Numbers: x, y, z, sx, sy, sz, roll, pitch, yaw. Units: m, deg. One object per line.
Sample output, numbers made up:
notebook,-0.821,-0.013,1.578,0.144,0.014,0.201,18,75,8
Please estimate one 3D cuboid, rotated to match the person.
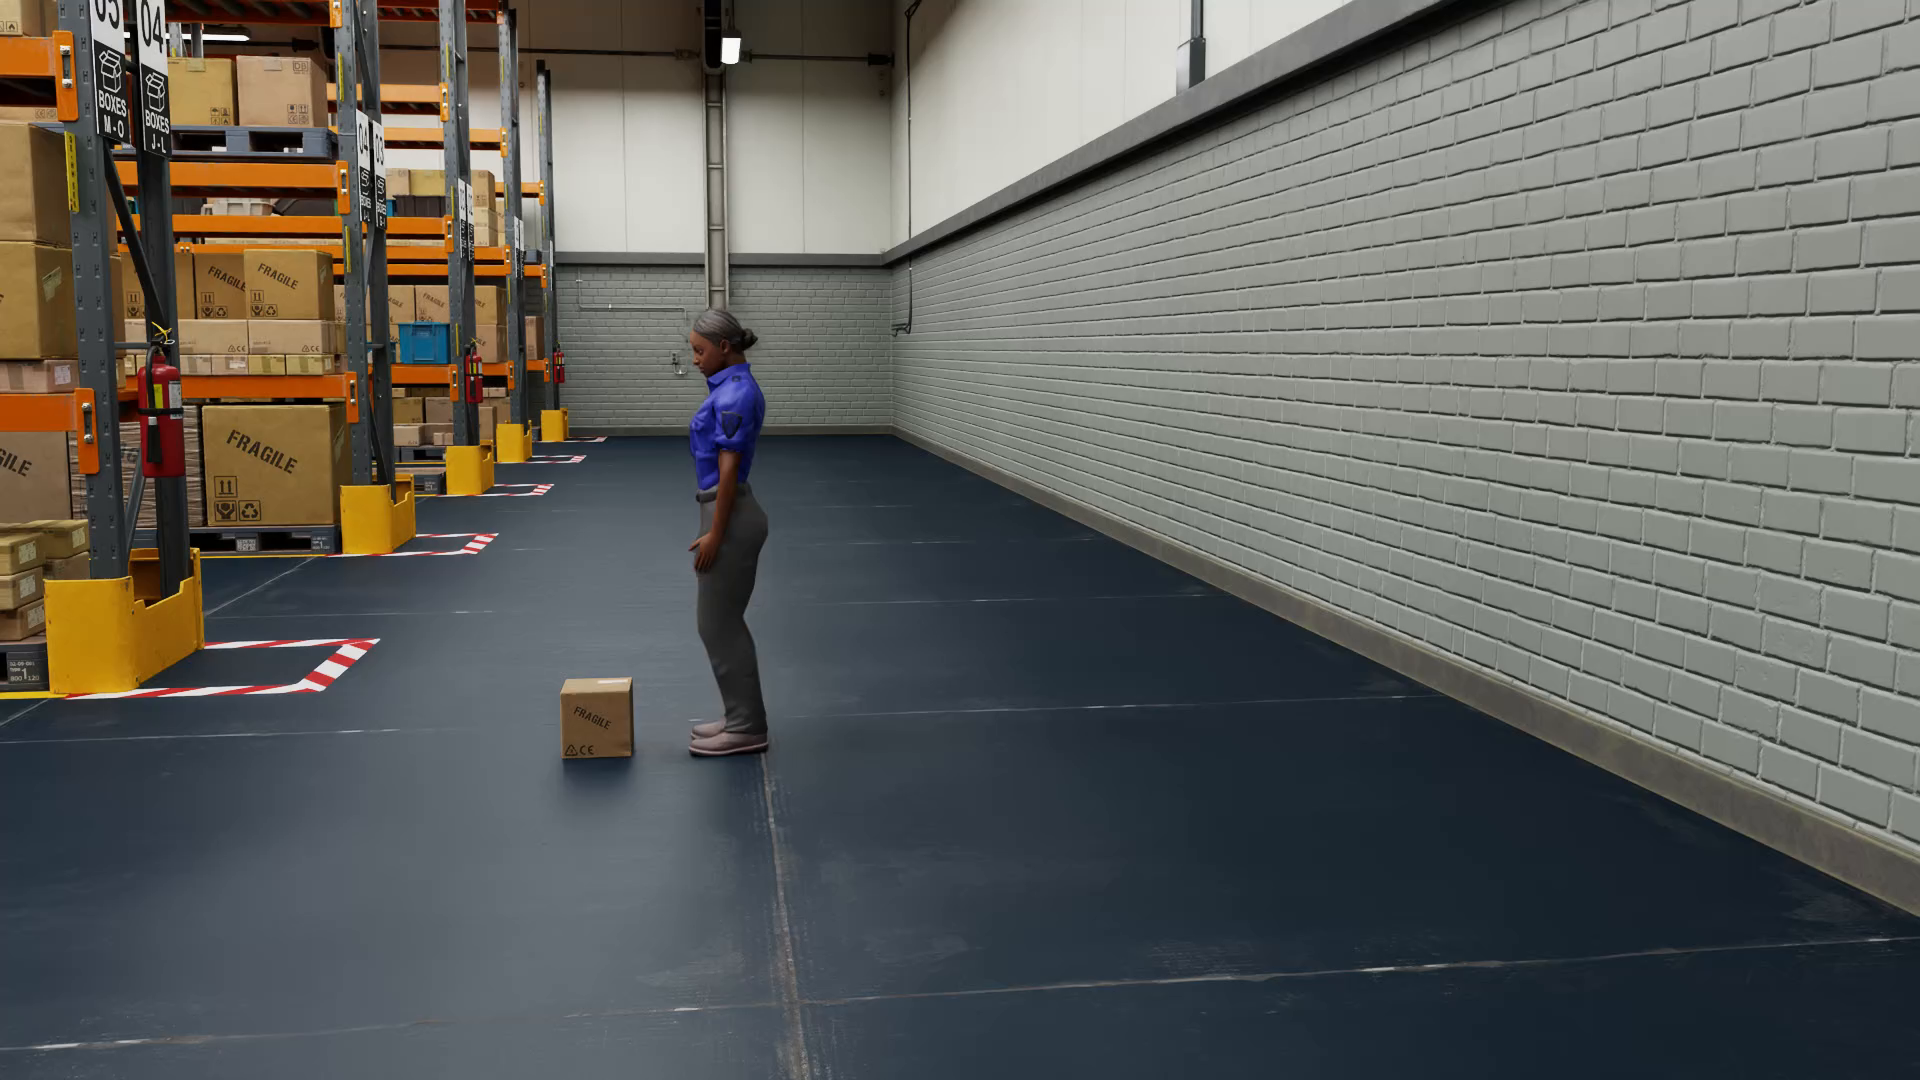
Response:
person,-0.869,-0.030,6.202,0.305,1.650,0.441,-1,7,-8
